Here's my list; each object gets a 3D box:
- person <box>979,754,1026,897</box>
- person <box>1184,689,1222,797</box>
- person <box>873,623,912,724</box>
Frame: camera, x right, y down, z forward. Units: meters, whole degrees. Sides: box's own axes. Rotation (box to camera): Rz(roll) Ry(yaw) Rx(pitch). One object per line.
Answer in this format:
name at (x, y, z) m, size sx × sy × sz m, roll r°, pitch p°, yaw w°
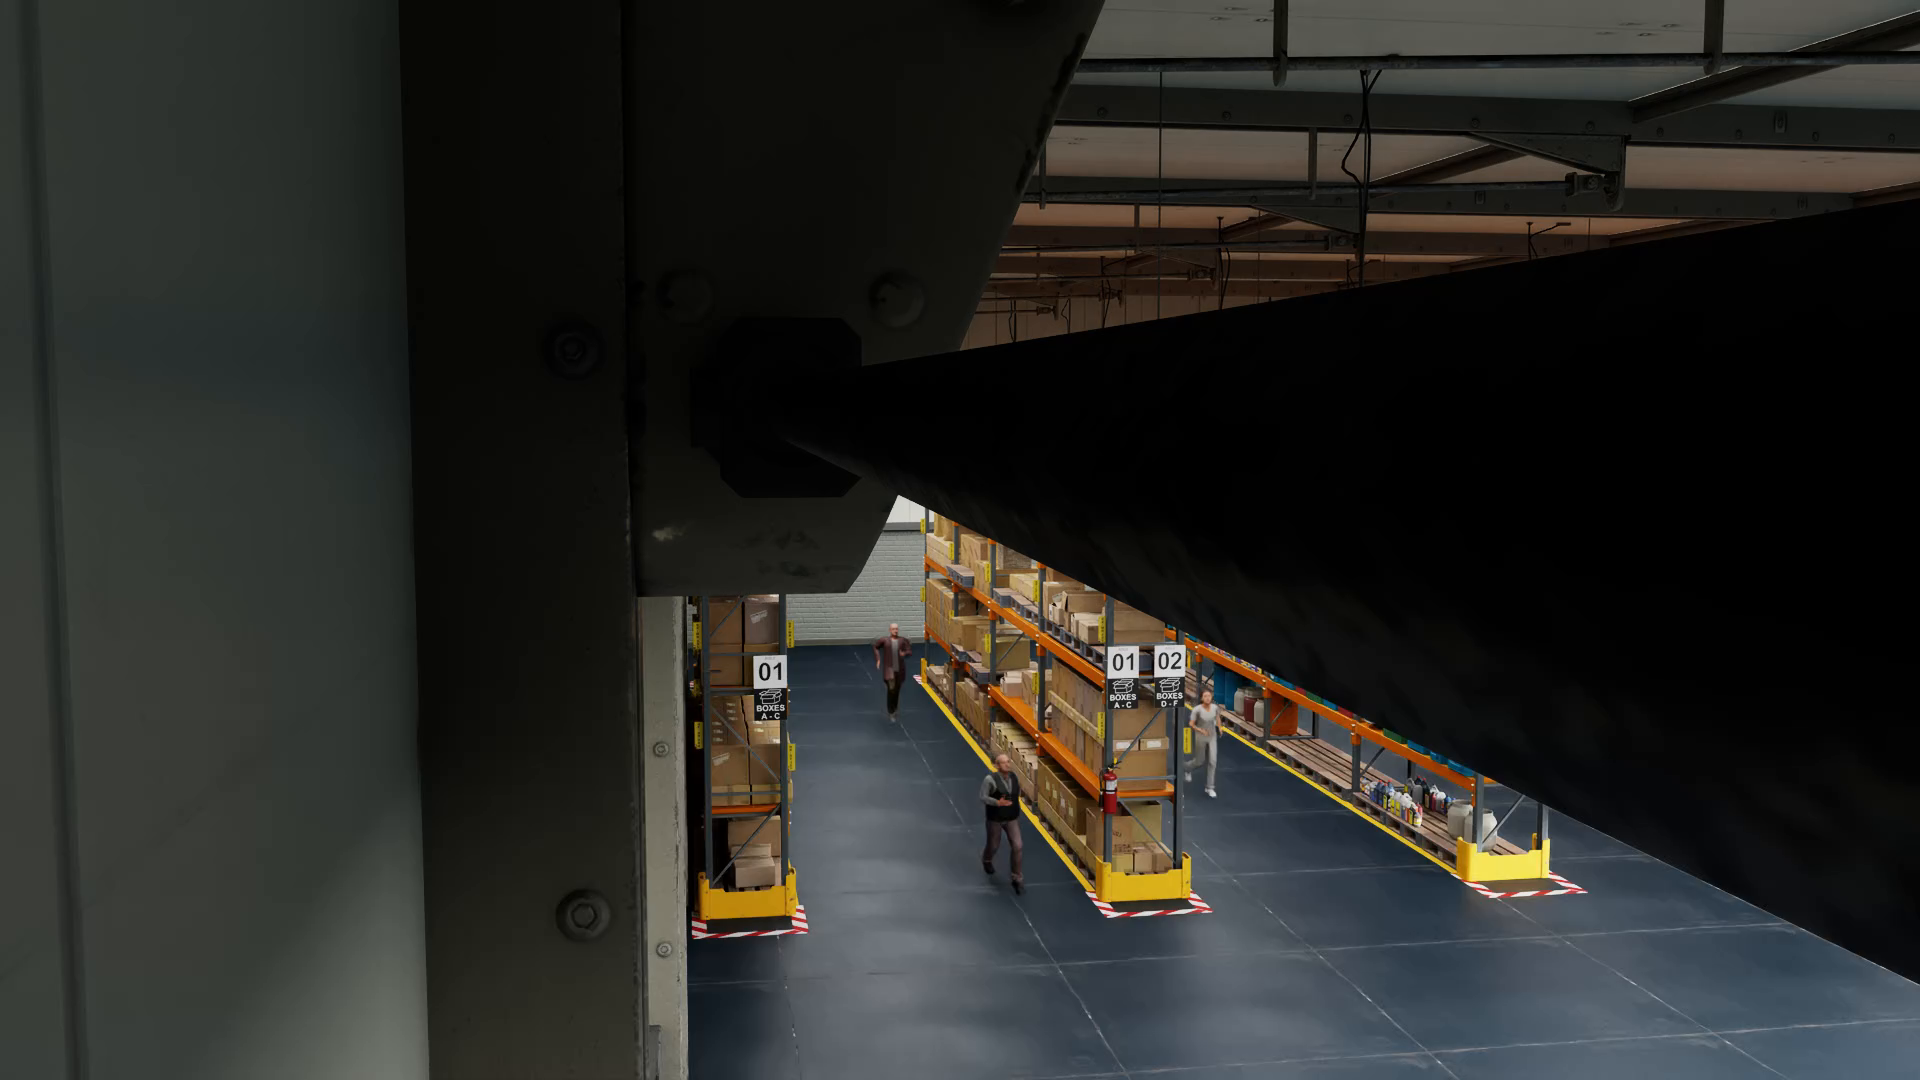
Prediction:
person at (0.509, 3.611, 21.327) m, size 0.624 × 1.770 × 1.008 m, roll -2°, pitch 5°, yaw -19°
person at (3.892, 3.185, 26.464) m, size 0.577 × 1.669 × 0.895 m, roll -1°, pitch 5°, yaw -15°
person at (-1.253, 2.492, 31.452) m, size 0.674 × 1.847 × 0.858 m, roll -2°, pitch 5°, yaw -18°
